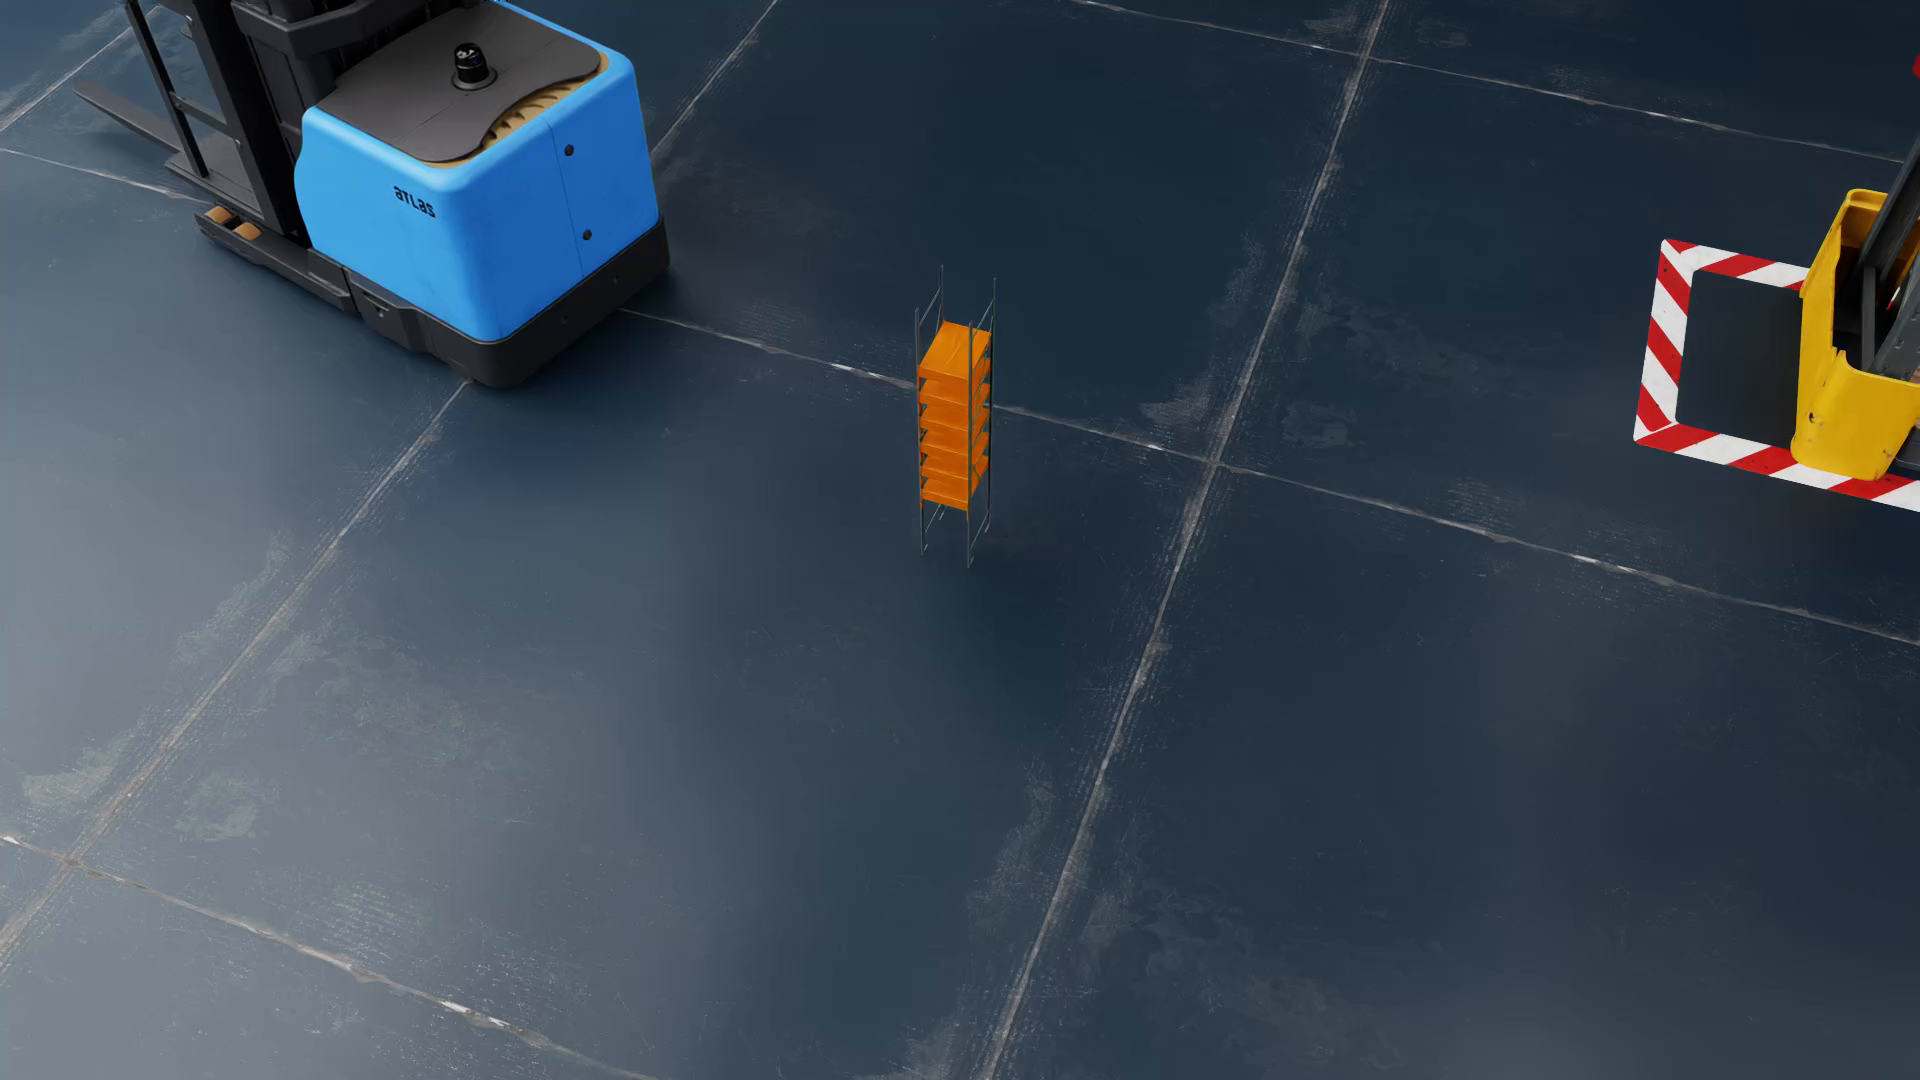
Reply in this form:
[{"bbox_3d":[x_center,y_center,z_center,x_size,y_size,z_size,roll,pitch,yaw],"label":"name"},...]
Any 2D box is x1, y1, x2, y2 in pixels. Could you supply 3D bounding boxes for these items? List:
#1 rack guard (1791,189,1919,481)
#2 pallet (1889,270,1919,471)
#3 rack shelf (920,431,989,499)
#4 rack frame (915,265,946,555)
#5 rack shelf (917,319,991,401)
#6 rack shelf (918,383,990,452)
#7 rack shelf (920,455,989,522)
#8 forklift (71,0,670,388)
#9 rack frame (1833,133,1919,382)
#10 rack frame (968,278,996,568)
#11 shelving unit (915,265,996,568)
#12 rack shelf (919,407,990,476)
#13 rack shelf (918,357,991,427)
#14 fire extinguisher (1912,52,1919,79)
[{"bbox_3d":[3.616,-0.836,6.644,0.348,0.500,1.175,16,51,13],"label":"rack guard"},{"bbox_3d":[4.370,-0.565,6.600,1.213,0.211,1.003,16,51,13],"label":"pallet"},{"bbox_3d":[-0.014,-0.289,5.924,0.180,0.103,0.258,16,51,13],"label":"rack shelf"},{"bbox_3d":[-0.099,-0.421,5.821,0.006,1.200,0.240,16,51,13],"label":"rack frame"},{"bbox_3d":[-0.014,-0.603,5.561,0.180,0.103,0.258,16,51,13],"label":"rack shelf"},{"bbox_3d":[-0.014,-0.446,5.743,0.180,0.103,0.258,16,51,13],"label":"rack shelf"},{"bbox_3d":[-0.014,-0.210,6.015,0.180,0.103,0.258,16,51,13],"label":"rack shelf"},{"bbox_3d":[-2.748,-2.480,6.460,3.031,2.935,1.130,28,55,22],"label":"forklift"},{"bbox_3d":[3.638,-1.649,5.694,0.127,3.000,1.000,16,51,13],"label":"rack frame"},{"bbox_3d":[0.072,-0.373,5.779,0.006,1.200,0.240,16,51,13],"label":"rack frame"},{"bbox_3d":[-0.014,-0.397,5.800,0.189,1.200,0.258,16,51,13],"label":"shelving unit"},{"bbox_3d":[-0.014,-0.368,5.833,0.180,0.103,0.258,16,51,13],"label":"rack shelf"},{"bbox_3d":[-0.014,-0.525,5.652,0.180,0.103,0.258,16,51,13],"label":"rack shelf"},{"bbox_3d":[3.688,-1.983,6.035,0.183,0.674,0.296,16,51,13],"label":"fire extinguisher"}]
